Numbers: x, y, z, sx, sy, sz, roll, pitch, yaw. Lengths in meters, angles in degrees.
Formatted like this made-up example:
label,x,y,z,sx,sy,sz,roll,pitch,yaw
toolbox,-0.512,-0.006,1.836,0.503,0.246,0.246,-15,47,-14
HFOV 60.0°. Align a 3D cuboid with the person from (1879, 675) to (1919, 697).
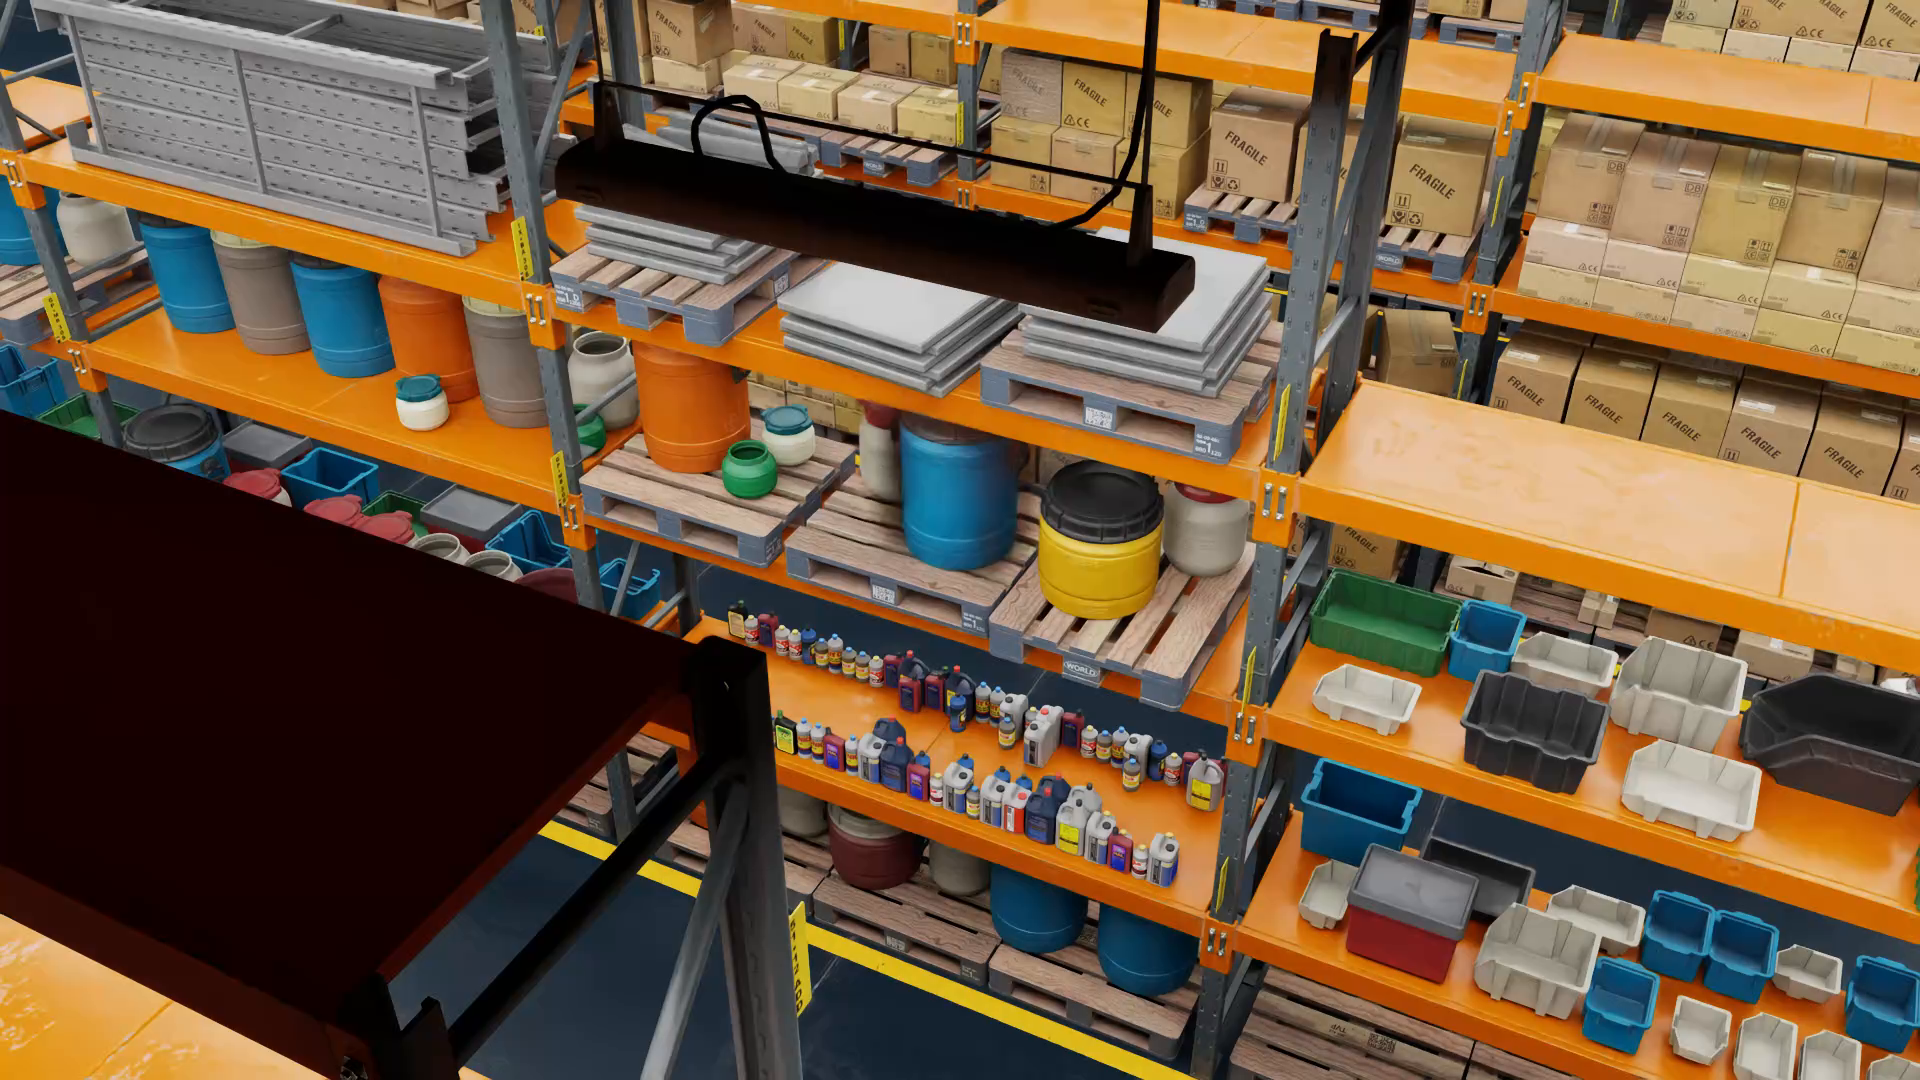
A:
label,x,y,z,sx,sy,sz,roll,pitch,yaw
person,5.812,1.404,10.349,0.588,1.808,0.540,2,35,3
